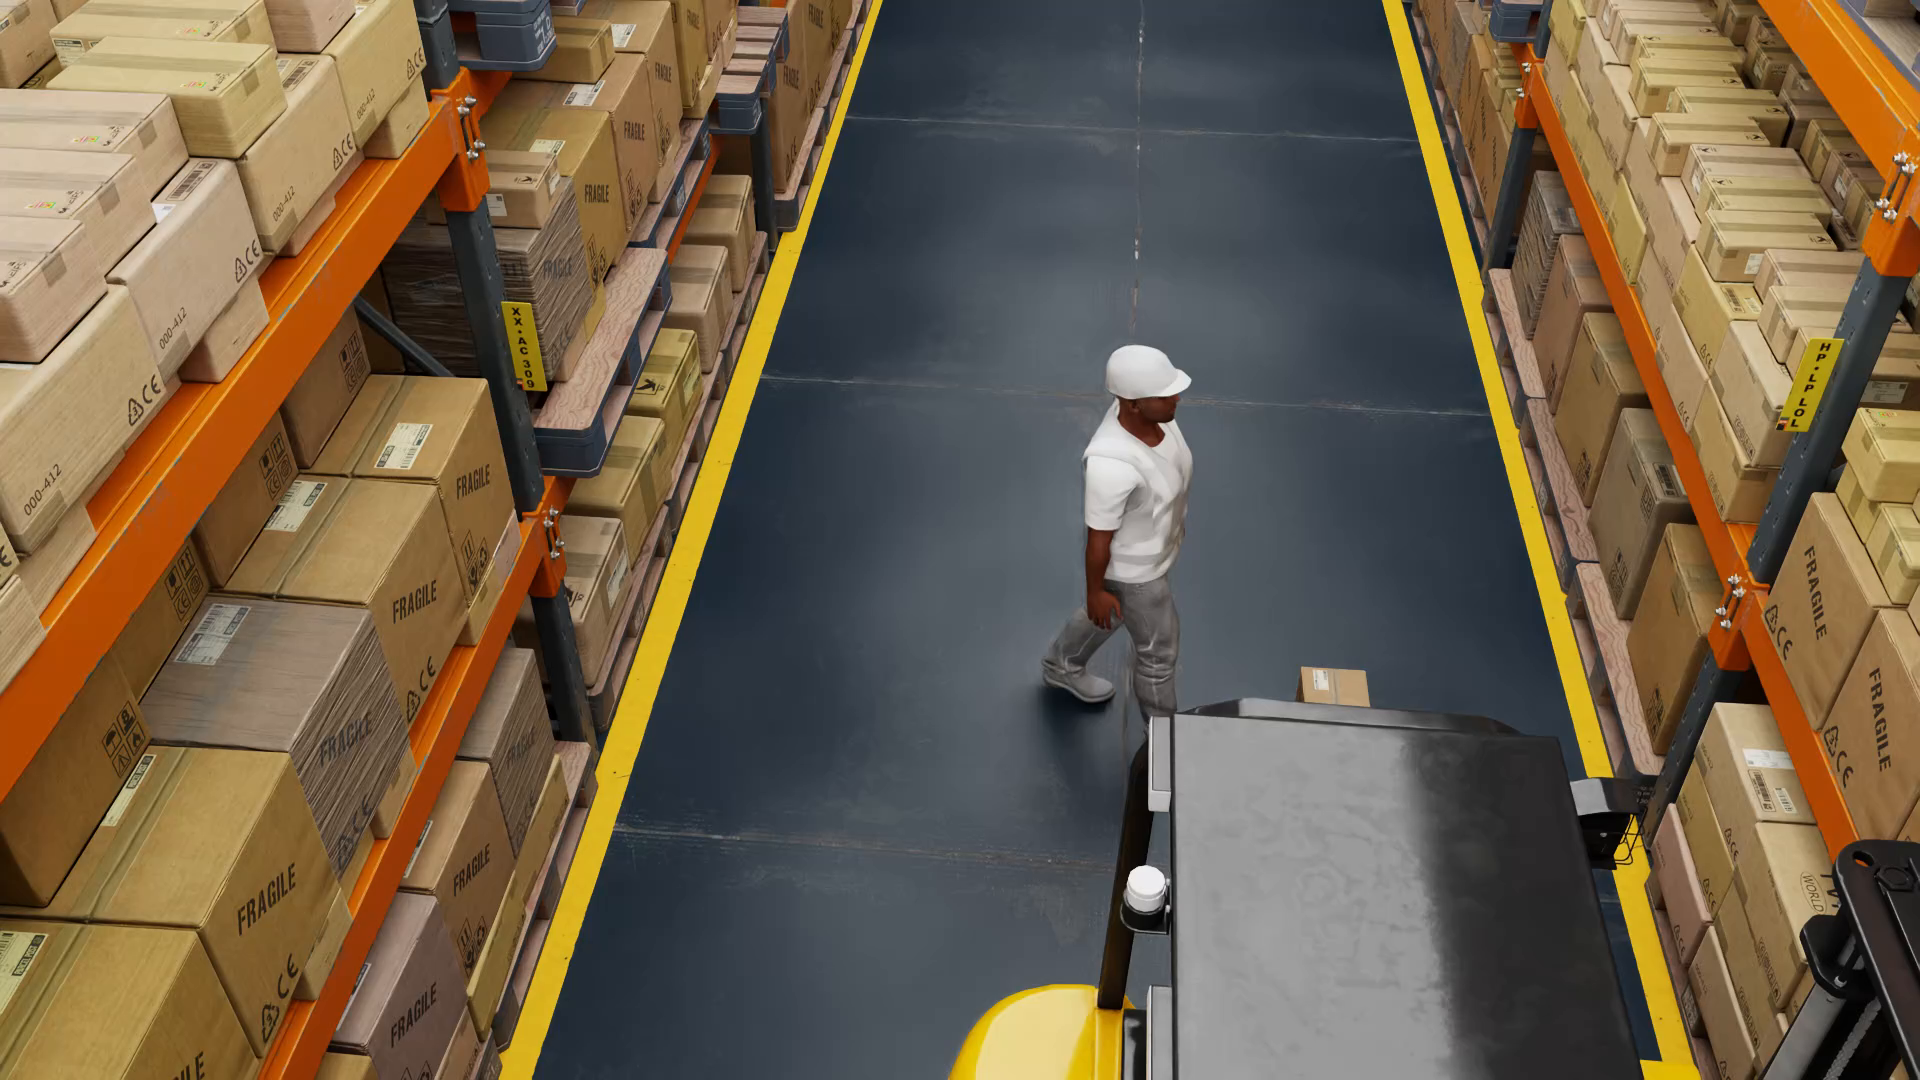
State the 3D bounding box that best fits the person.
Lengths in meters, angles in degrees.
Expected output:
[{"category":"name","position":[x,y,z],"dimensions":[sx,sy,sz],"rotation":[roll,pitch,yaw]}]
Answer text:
[{"category":"person","position":[0.689,0.048,6.084],"dimensions":[0.812,1.758,0.573],"rotation":[12,41,14]}]
